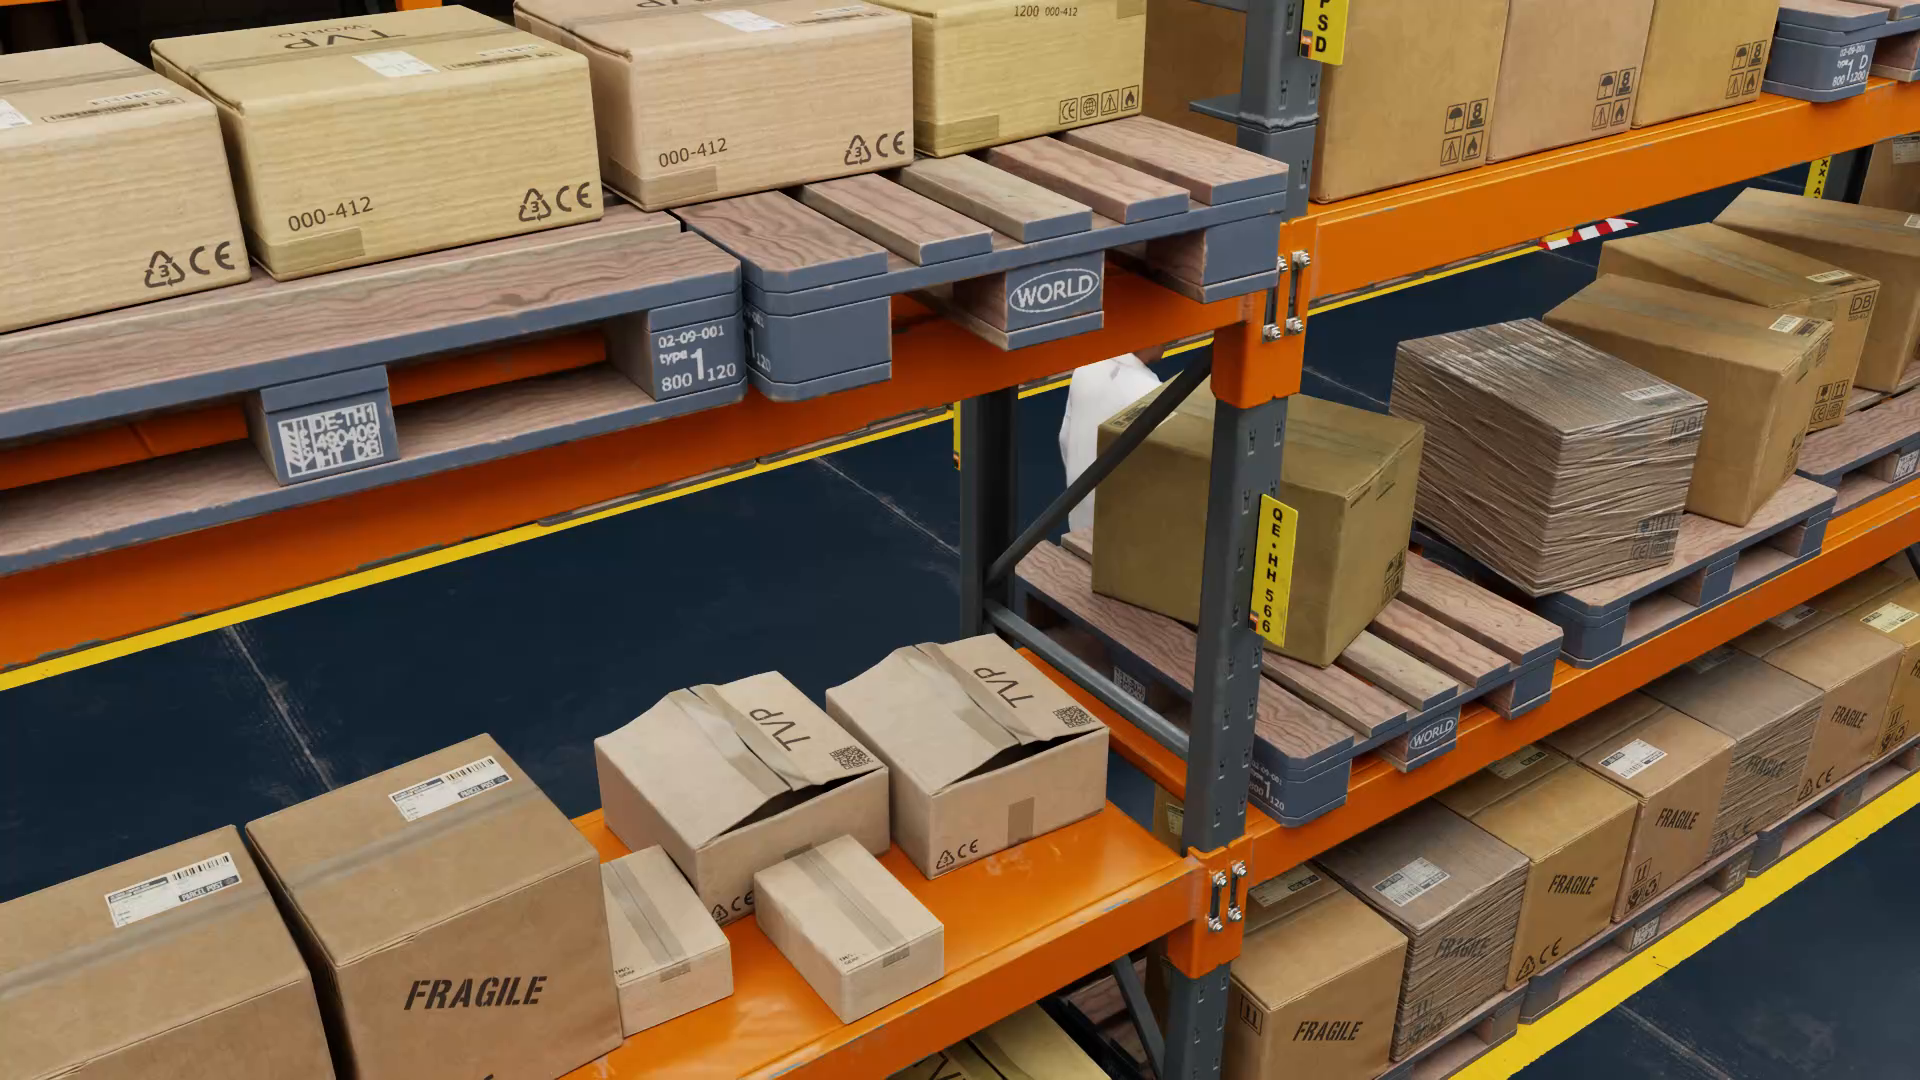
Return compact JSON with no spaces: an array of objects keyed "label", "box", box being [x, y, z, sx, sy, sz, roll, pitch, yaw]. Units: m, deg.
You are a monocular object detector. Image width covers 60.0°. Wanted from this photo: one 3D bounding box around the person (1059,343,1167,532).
[{"label":"person","box":[0.624,-0.058,6.247,0.427,1.773,0.643,-18,33,-30]}]
